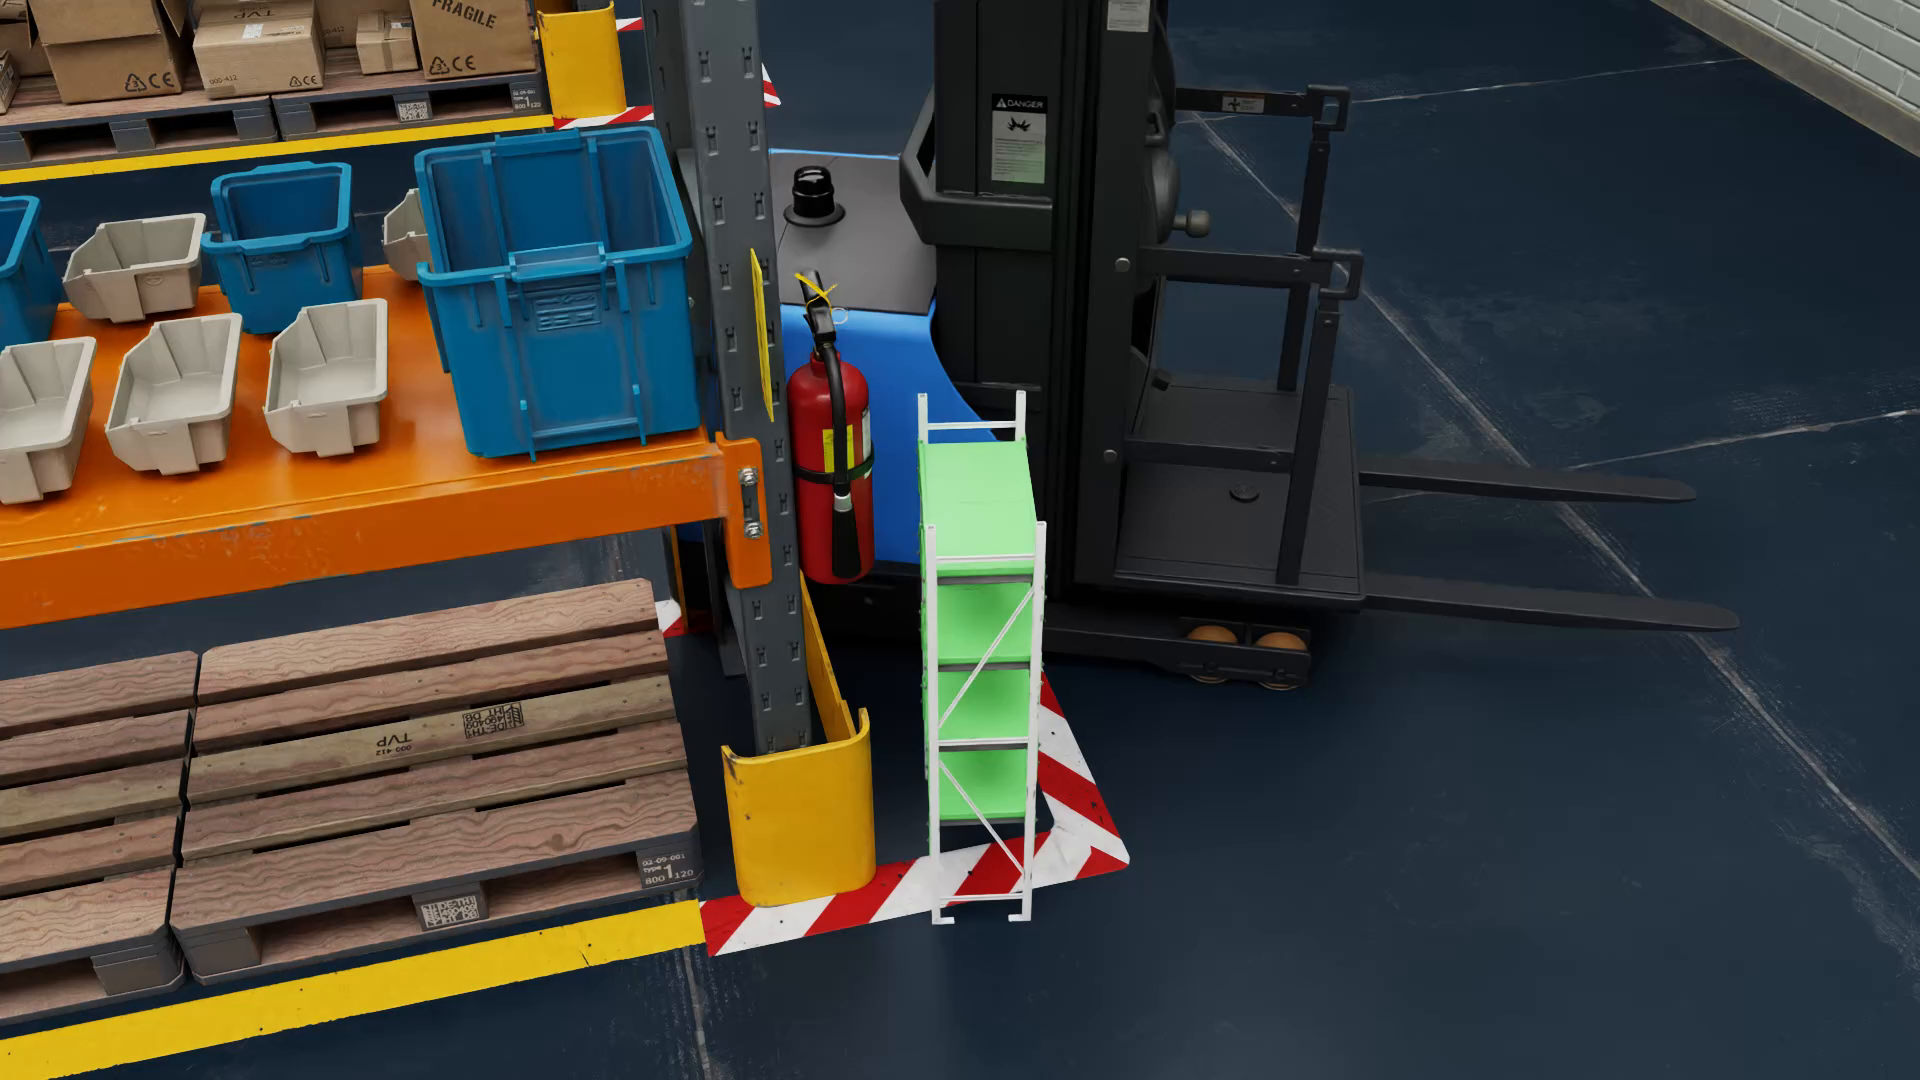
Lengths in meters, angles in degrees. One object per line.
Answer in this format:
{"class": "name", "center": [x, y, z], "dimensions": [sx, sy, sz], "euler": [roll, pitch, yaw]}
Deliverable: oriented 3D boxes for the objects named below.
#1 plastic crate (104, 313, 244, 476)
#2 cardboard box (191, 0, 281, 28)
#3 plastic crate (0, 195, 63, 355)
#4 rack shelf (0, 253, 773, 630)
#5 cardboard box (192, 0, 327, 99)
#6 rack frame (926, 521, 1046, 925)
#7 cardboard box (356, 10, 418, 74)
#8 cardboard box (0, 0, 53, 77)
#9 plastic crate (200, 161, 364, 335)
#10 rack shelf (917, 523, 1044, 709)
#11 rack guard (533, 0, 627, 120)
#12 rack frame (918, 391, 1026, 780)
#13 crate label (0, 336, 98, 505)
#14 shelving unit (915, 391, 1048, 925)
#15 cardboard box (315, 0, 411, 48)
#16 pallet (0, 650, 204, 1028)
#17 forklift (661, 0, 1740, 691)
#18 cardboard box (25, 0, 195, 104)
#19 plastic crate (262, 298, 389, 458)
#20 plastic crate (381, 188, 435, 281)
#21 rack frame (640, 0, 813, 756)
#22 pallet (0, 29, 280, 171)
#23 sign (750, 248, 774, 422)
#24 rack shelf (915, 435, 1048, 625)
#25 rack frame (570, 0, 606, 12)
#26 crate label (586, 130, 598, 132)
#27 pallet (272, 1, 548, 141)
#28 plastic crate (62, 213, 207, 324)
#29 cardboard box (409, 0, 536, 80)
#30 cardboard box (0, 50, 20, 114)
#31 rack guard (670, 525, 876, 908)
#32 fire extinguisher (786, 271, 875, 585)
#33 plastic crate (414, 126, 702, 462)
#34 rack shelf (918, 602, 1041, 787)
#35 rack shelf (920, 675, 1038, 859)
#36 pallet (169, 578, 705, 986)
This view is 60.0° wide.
{"class": "plastic crate", "center": [-1.557, -0.286, 3.323], "dimensions": [0.243, 0.136, 0.396], "euler": [-9, 38, -12]}
{"class": "cardboard box", "center": [-3.386, -2.550, 8.016], "dimensions": [0.500, 0.250, 0.500], "euler": [-9, 38, -12]}
{"class": "plastic crate", "center": [-2.129, -0.543, 3.579], "dimensions": [0.300, 0.233, 0.416], "euler": [-9, 38, -12]}
{"class": "rack shelf", "center": [-2.464, -0.037, 3.422], "dimensions": [4.000, 0.370, 1.077], "euler": [-9, 38, -12]}
{"class": "cardboard box", "center": [-3.207, -2.265, 7.643], "dimensions": [0.500, 0.250, 0.500], "euler": [-9, 38, -12]}
{"class": "rack frame", "center": [0.052, 0.448, 3.677], "dimensions": [0.240, 1.200, 0.015], "euler": [-2, 37, -2]}
{"class": "cardboard box", "center": [-2.697, -2.353, 7.827], "dimensions": [0.250, 0.166, 0.380], "euler": [-9, 38, -12]}
{"class": "cardboard box", "center": [-4.483, -2.394, 7.762], "dimensions": [0.500, 0.311, 0.500], "euler": [-9, 38, -12]}
{"class": "plastic crate", "center": [-1.493, -0.647, 3.715], "dimensions": [0.300, 0.233, 0.416], "euler": [-9, 38, -12]}
{"class": "rack shelf", "center": [0.039, 0.160, 3.764], "dimensions": [0.258, 0.148, 0.480], "euler": [-2, 37, -2]}
{"class": "rack guard", "center": [-1.895, -2.541, 8.160], "dimensions": [0.348, 0.500, 1.175], "euler": [-9, 38, -12]}
{"class": "rack frame", "center": [0.027, 0.152, 4.064], "dimensions": [0.240, 1.200, 0.015], "euler": [-2, 37, -2]}
{"class": "crate label", "center": [-1.820, -0.228, 3.246], "dimensions": [0.243, 0.136, 0.396], "euler": [-9, 38, -12]}
{"class": "shelving unit", "center": [0.039, 0.300, 3.871], "dimensions": [0.258, 1.200, 0.503], "euler": [-2, 37, -2]}
{"class": "cardboard box", "center": [-2.903, -2.630, 8.120], "dimensions": [0.500, 0.250, 0.500], "euler": [-9, 38, -12]}
{"class": "pallet", "center": [-2.515, 0.767, 4.074], "dimensions": [1.213, 0.211, 1.003], "euler": [-9, 38, -12]}
{"class": "forklift", "center": [0.700, -1.087, 4.259], "dimensions": [3.031, 2.935, 1.130], "euler": [5, 38, 7]}
{"class": "cardboard box", "center": [-3.871, -2.396, 7.606], "dimensions": [0.637, 0.503, 0.797], "euler": [-9, 38, -12]}
{"class": "plastic crate", "center": [-1.274, -0.323, 3.372], "dimensions": [0.243, 0.136, 0.396], "euler": [-9, 38, -12]}
{"class": "plastic crate", "center": [-1.189, -0.711, 3.878], "dimensions": [0.298, 0.136, 0.250], "euler": [-9, 38, -12]}
{"class": "rack frame", "center": [-0.534, -0.640, 3.618], "dimensions": [0.127, 3.000, 1.000], "euler": [-9, 38, -12]}
{"class": "pallet", "center": [-3.840, -2.108, 7.832], "dimensions": [1.213, 0.211, 1.003], "euler": [-9, 38, -12]}
{"class": "sign", "center": [-0.374, -0.384, 3.149], "dimensions": [0.005, 0.325, 0.100], "euler": [-9, 38, -12]}
{"class": "rack shelf", "center": [0.039, -0.031, 3.618], "dimensions": [0.258, 0.148, 0.480], "euler": [-2, 37, -2]}
{"class": "rack frame", "center": [-1.821, -3.546, 7.416], "dimensions": [0.127, 3.000, 1.000], "euler": [-9, 38, -12]}
{"class": "crate label", "center": [-0.858, -0.751, 3.851], "dimensions": [0.303, 0.233, 0.416], "euler": [-9, 38, -12]}
{"class": "pallet", "center": [-2.664, -2.299, 8.082], "dimensions": [1.213, 0.211, 1.003], "euler": [-9, 38, -12]}
{"class": "plastic crate", "center": [-1.844, -0.603, 3.737], "dimensions": [0.298, 0.136, 0.250], "euler": [-9, 38, -12]}
{"class": "cardboard box", "center": [-2.282, -2.497, 7.741], "dimensions": [0.500, 0.500, 0.500], "euler": [-9, 38, -12]}
{"class": "cardboard box", "center": [-4.389, -2.044, 7.423], "dimensions": [0.250, 0.166, 0.380], "euler": [-9, 38, -12]}
{"class": "rack guard", "center": [-0.514, 0.342, 4.392], "dimensions": [0.348, 0.500, 1.175], "euler": [-9, 38, -12]}
{"class": "fire extinguisher", "center": [-0.269, -0.218, 3.437], "dimensions": [0.183, 0.674, 0.296], "euler": [-9, 38, -12]}
{"class": "plastic crate", "center": [-0.808, -0.515, 3.376], "dimensions": [0.499, 0.435, 0.616], "euler": [-9, 38, -12]}
{"class": "rack shelf", "center": [0.039, 0.350, 3.910], "dimensions": [0.258, 0.148, 0.480], "euler": [-2, 37, -2]}
{"class": "rack shelf", "center": [0.039, 0.541, 4.055], "dimensions": [0.258, 0.148, 0.480], "euler": [-2, 37, -2]}
{"class": "pallet", "center": [-1.340, 0.576, 4.324], "dimensions": [1.213, 0.211, 1.003], "euler": [-9, 38, -12]}
